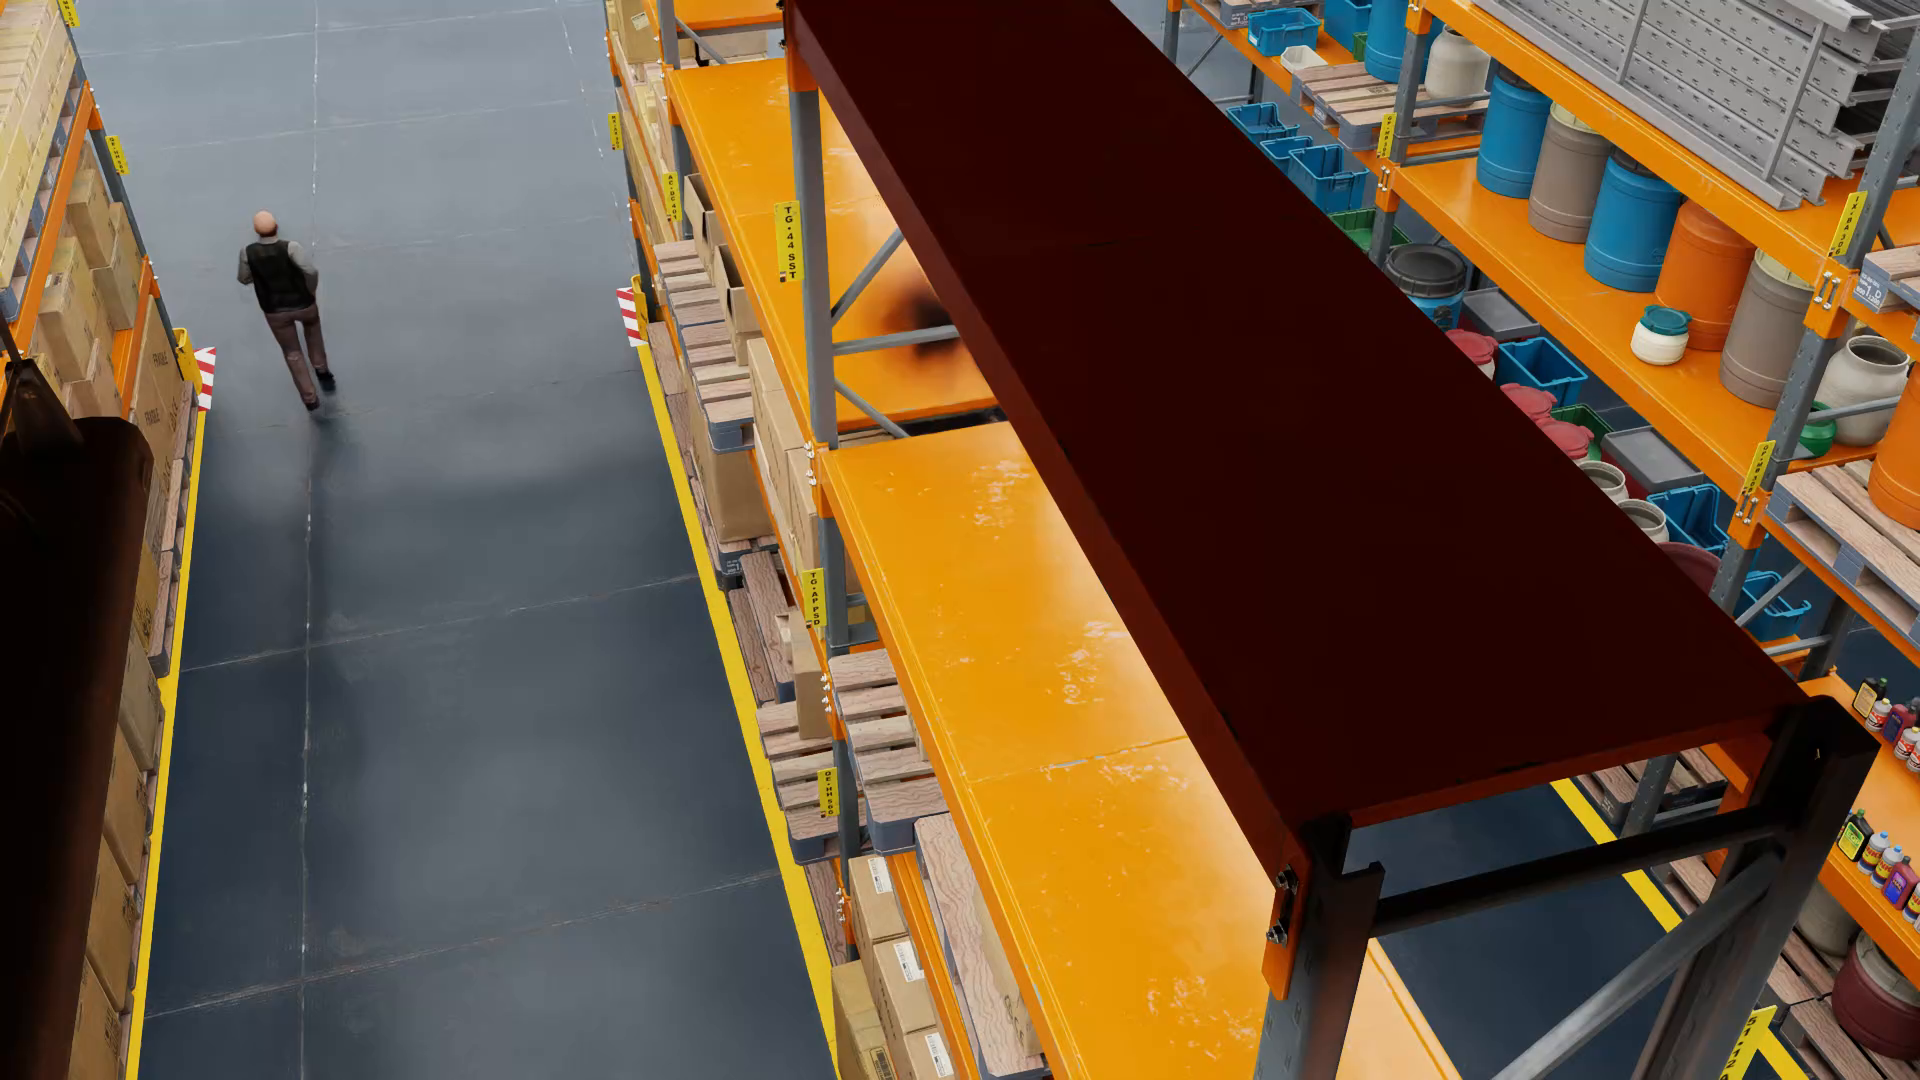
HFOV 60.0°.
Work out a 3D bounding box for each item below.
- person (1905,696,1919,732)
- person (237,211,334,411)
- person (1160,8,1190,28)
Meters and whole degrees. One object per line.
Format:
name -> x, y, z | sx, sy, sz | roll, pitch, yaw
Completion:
person -> 6.066, 1.035, 10.149 | 0.560, 1.754, 0.742 | -11, 40, -14
person -> -5.582, -1.872, 13.836 | 0.631, 1.777, 0.830 | -15, 41, -18
person -> 2.999, -7.055, 20.351 | 0.969, 1.648, 0.567 | 1, 38, 1
